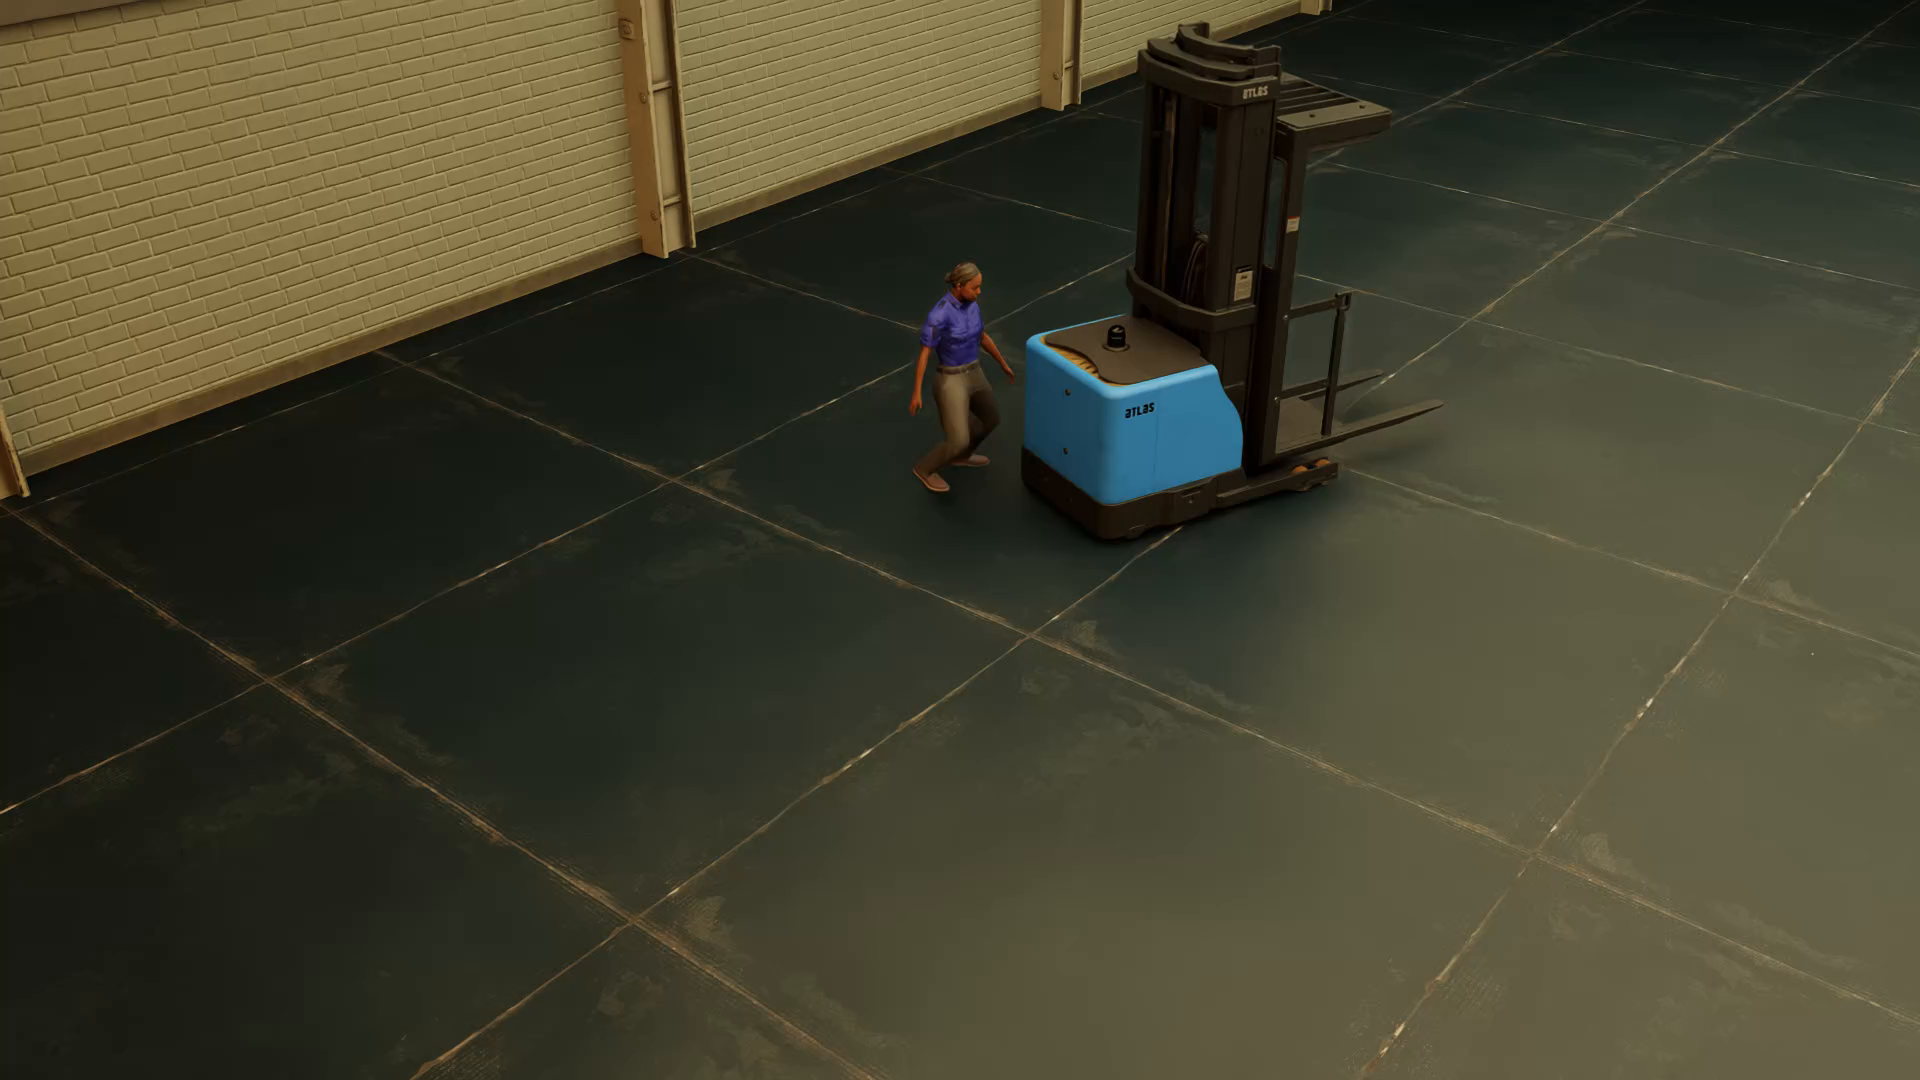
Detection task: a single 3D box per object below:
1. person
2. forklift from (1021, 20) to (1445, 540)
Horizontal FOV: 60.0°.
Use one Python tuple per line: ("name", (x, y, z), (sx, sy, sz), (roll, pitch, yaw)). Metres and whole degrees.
("person", (-0.003, -1.035, 10.751), (0.540, 1.566, 0.835), (24, 38, 35))
("forklift", (1.939, -1.801, 10.677), (3.031, 2.935, 1.130), (-16, 34, -26))
